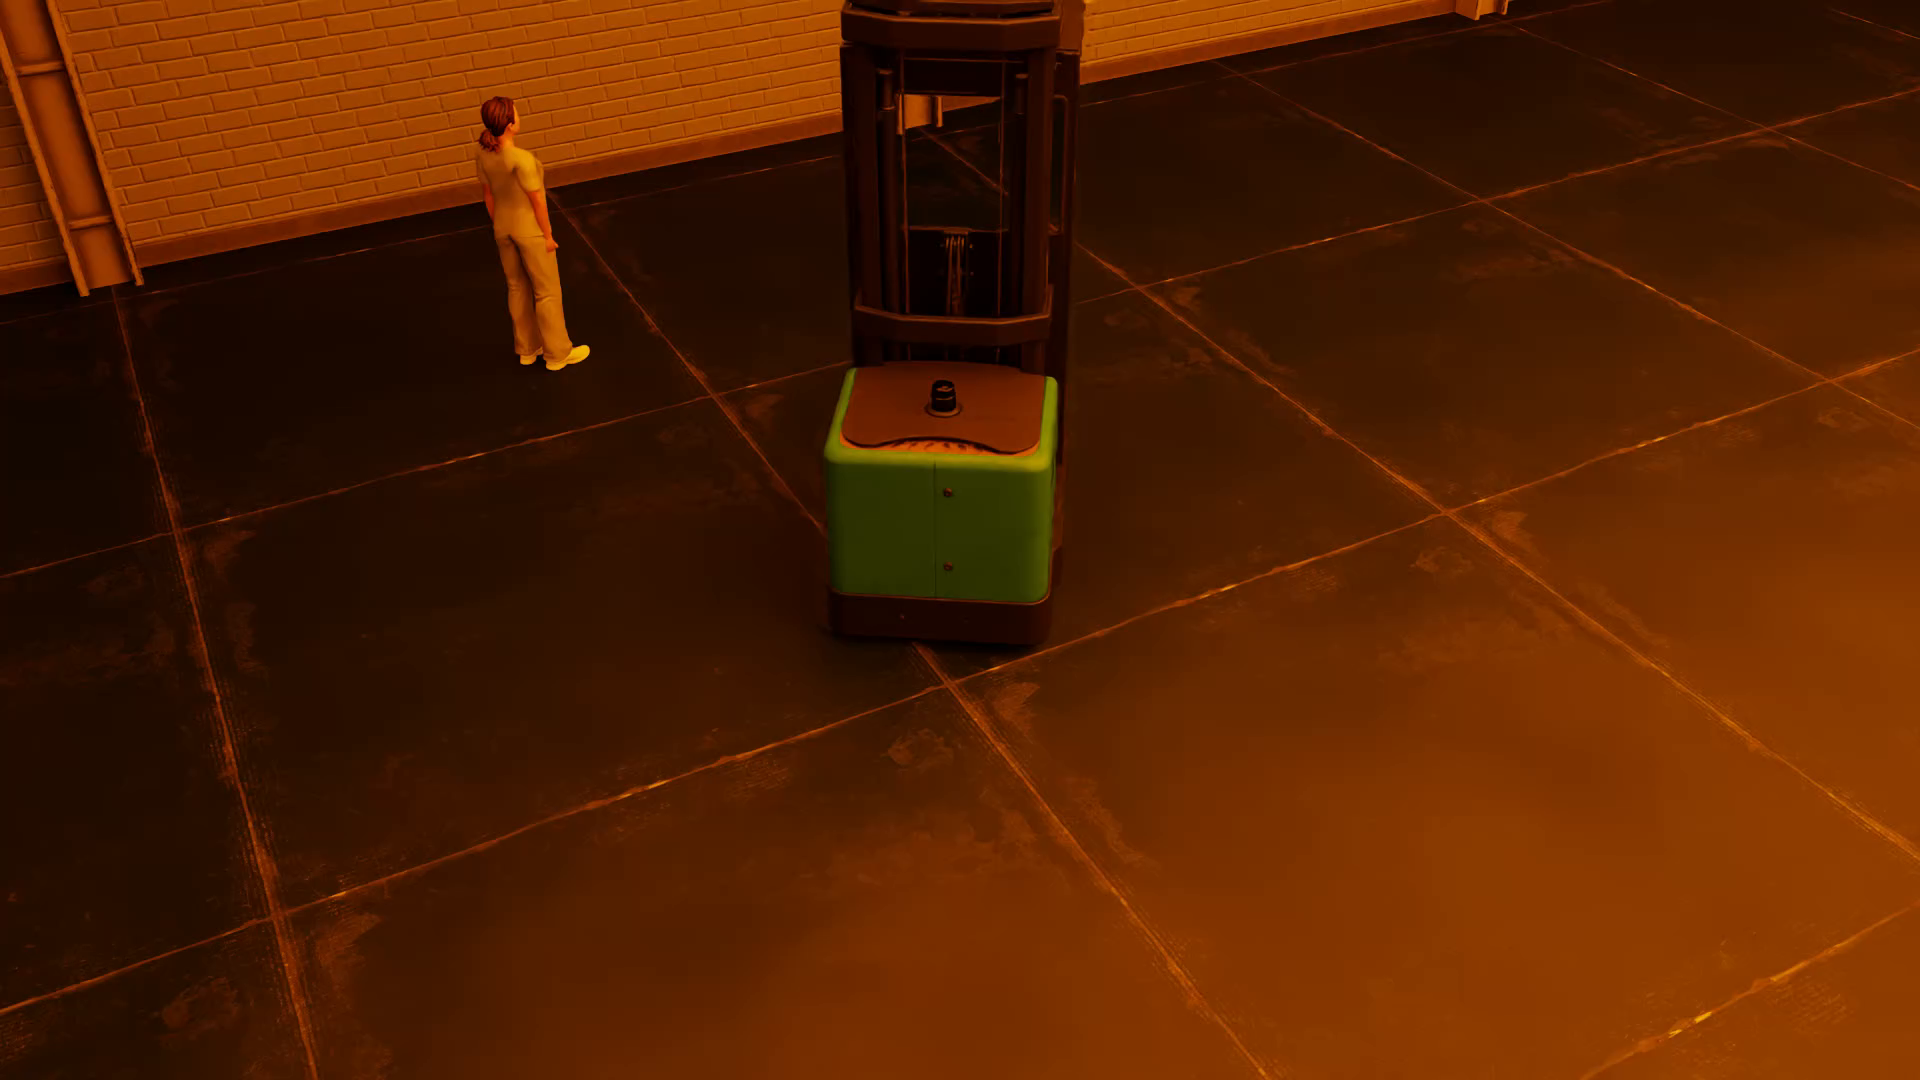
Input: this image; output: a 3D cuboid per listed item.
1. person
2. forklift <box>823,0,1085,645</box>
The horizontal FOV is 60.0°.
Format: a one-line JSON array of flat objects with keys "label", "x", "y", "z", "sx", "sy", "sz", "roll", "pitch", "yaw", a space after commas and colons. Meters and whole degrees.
[{"label": "person", "x": -2.553, "y": -1.793, "z": 9.752, "sx": 0.437, "sy": 1.671, "sz": 0.384, "roll": 17, "pitch": 39, "yaw": 22}, {"label": "forklift", "x": 0.022, "y": -1.536, "z": 8.296, "sx": 1.130, "sy": 2.935, "sz": 3.031, "roll": 3, "pitch": 35, "yaw": 4}]
